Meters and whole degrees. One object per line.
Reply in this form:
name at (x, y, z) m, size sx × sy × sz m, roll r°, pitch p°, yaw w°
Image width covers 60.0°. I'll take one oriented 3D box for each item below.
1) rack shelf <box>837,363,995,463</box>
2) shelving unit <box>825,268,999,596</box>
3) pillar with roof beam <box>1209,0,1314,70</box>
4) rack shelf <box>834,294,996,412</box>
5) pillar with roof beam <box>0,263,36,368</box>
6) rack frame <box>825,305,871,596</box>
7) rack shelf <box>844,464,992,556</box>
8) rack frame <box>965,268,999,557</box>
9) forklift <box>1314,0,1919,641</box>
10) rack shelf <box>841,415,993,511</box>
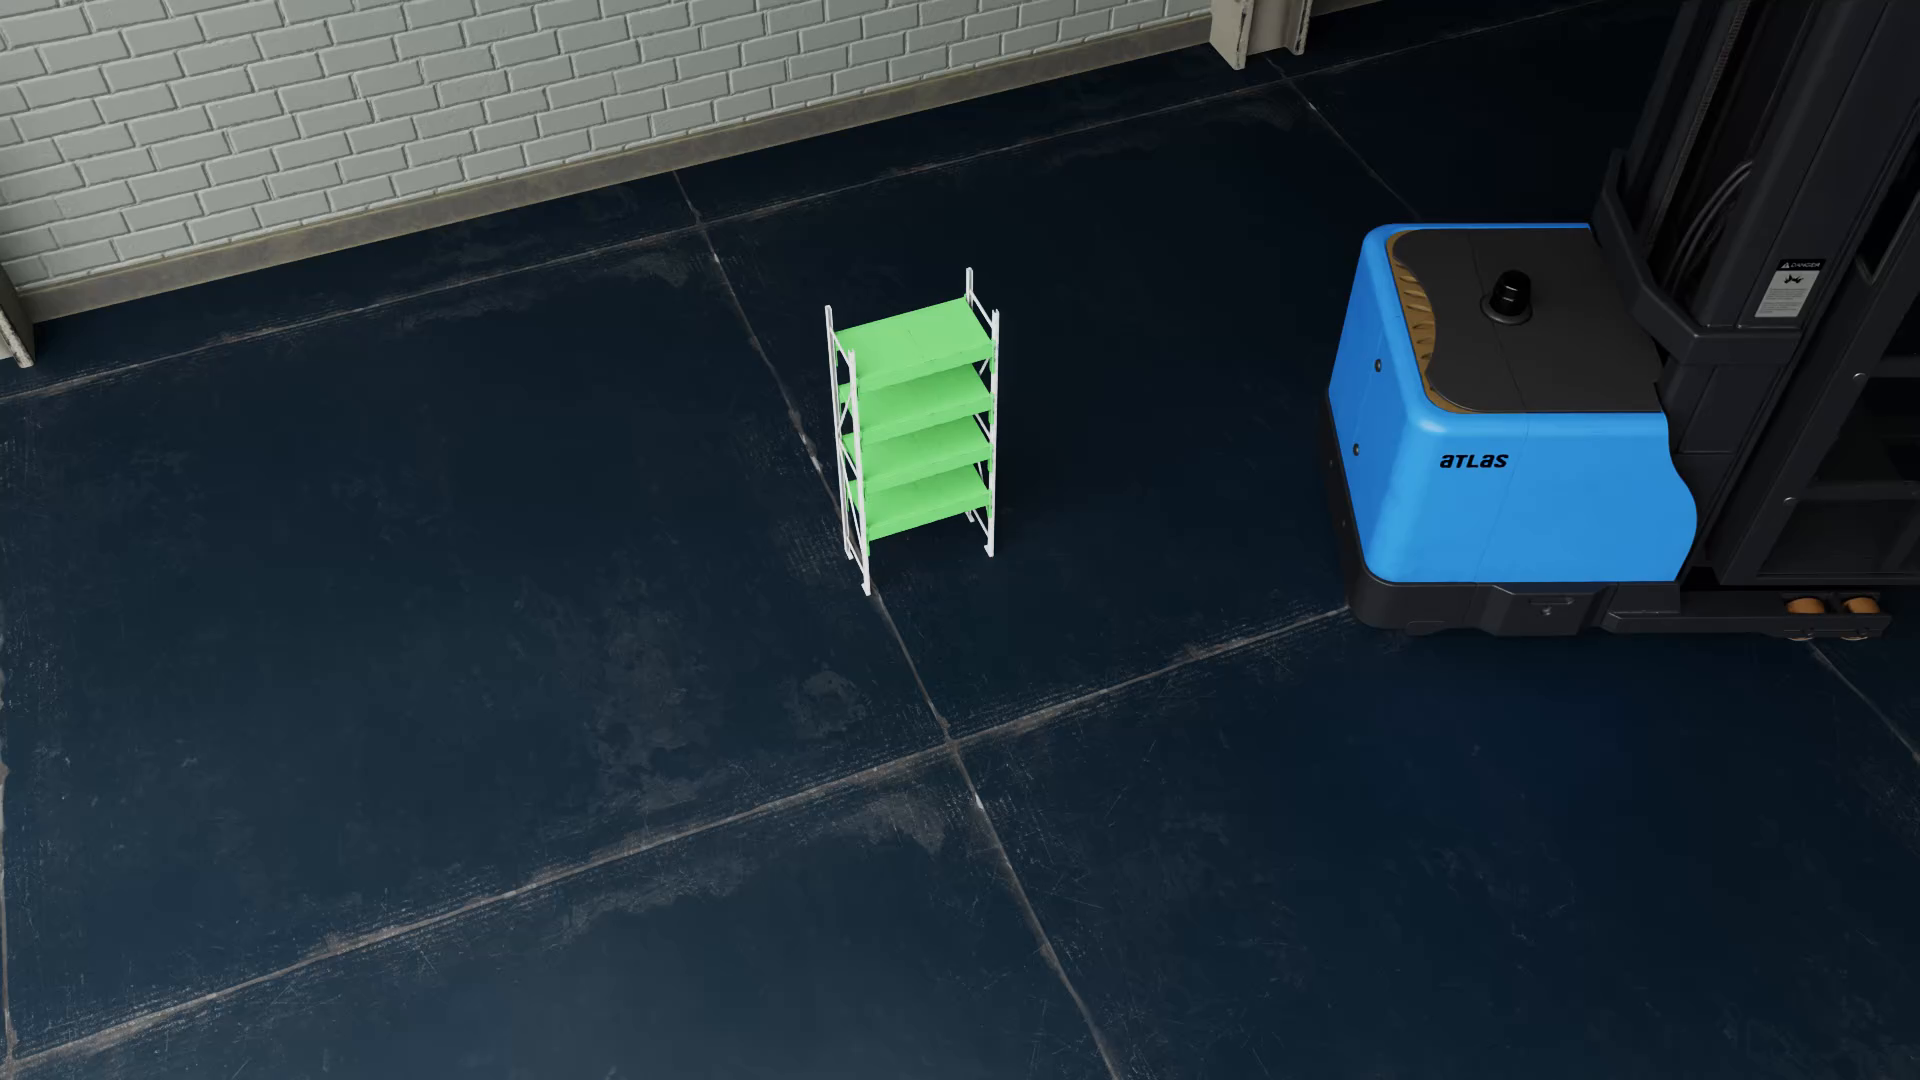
rack shelf at (-0.153, -0.458, 5.620) m, size 0.480 × 0.148 × 0.258 m, roll -17°, pitch 52°, yaw -14°
shelving unit at (-0.153, -0.343, 5.754) m, size 0.503 × 1.200 × 0.258 m, roll -17°, pitch 52°, yaw -14°
pillar with roof beam at (3.119, -2.405, 2.383) m, size 0.400 × 9.000 × 9.100 m, roll -17°, pitch 52°, yaw -14°
rack shelf at (-0.153, -0.614, 5.438) m, size 0.480 × 0.148 × 0.258 m, roll -17°, pitch 52°, yaw -14°
pillar with roof beam at (-2.436, -0.683, 0.905) m, size 0.400 × 9.000 × 9.100 m, roll -17°, pitch 52°, yaw -14°
rack frame at (-0.379, -0.273, 5.694) m, size 0.015 × 1.200 × 0.240 m, roll -17°, pitch 52°, yaw -14°
rack shelf at (-0.153, -0.145, 5.985) m, size 0.480 × 0.148 × 0.258 m, roll -17°, pitch 52°, yaw -14°
rack frame at (0.073, -0.413, 5.814) m, size 0.015 × 1.200 × 0.240 m, roll -17°, pitch 52°, yaw -14°
forklift at (2.905, -1.001, 5.178) m, size 3.031 × 2.935 × 1.130 m, roll 0°, pitch 49°, yaw 0°
rack shelf at (-0.153, -0.302, 5.802) m, size 0.480 × 0.148 × 0.258 m, roll -17°, pitch 52°, yaw -14°
